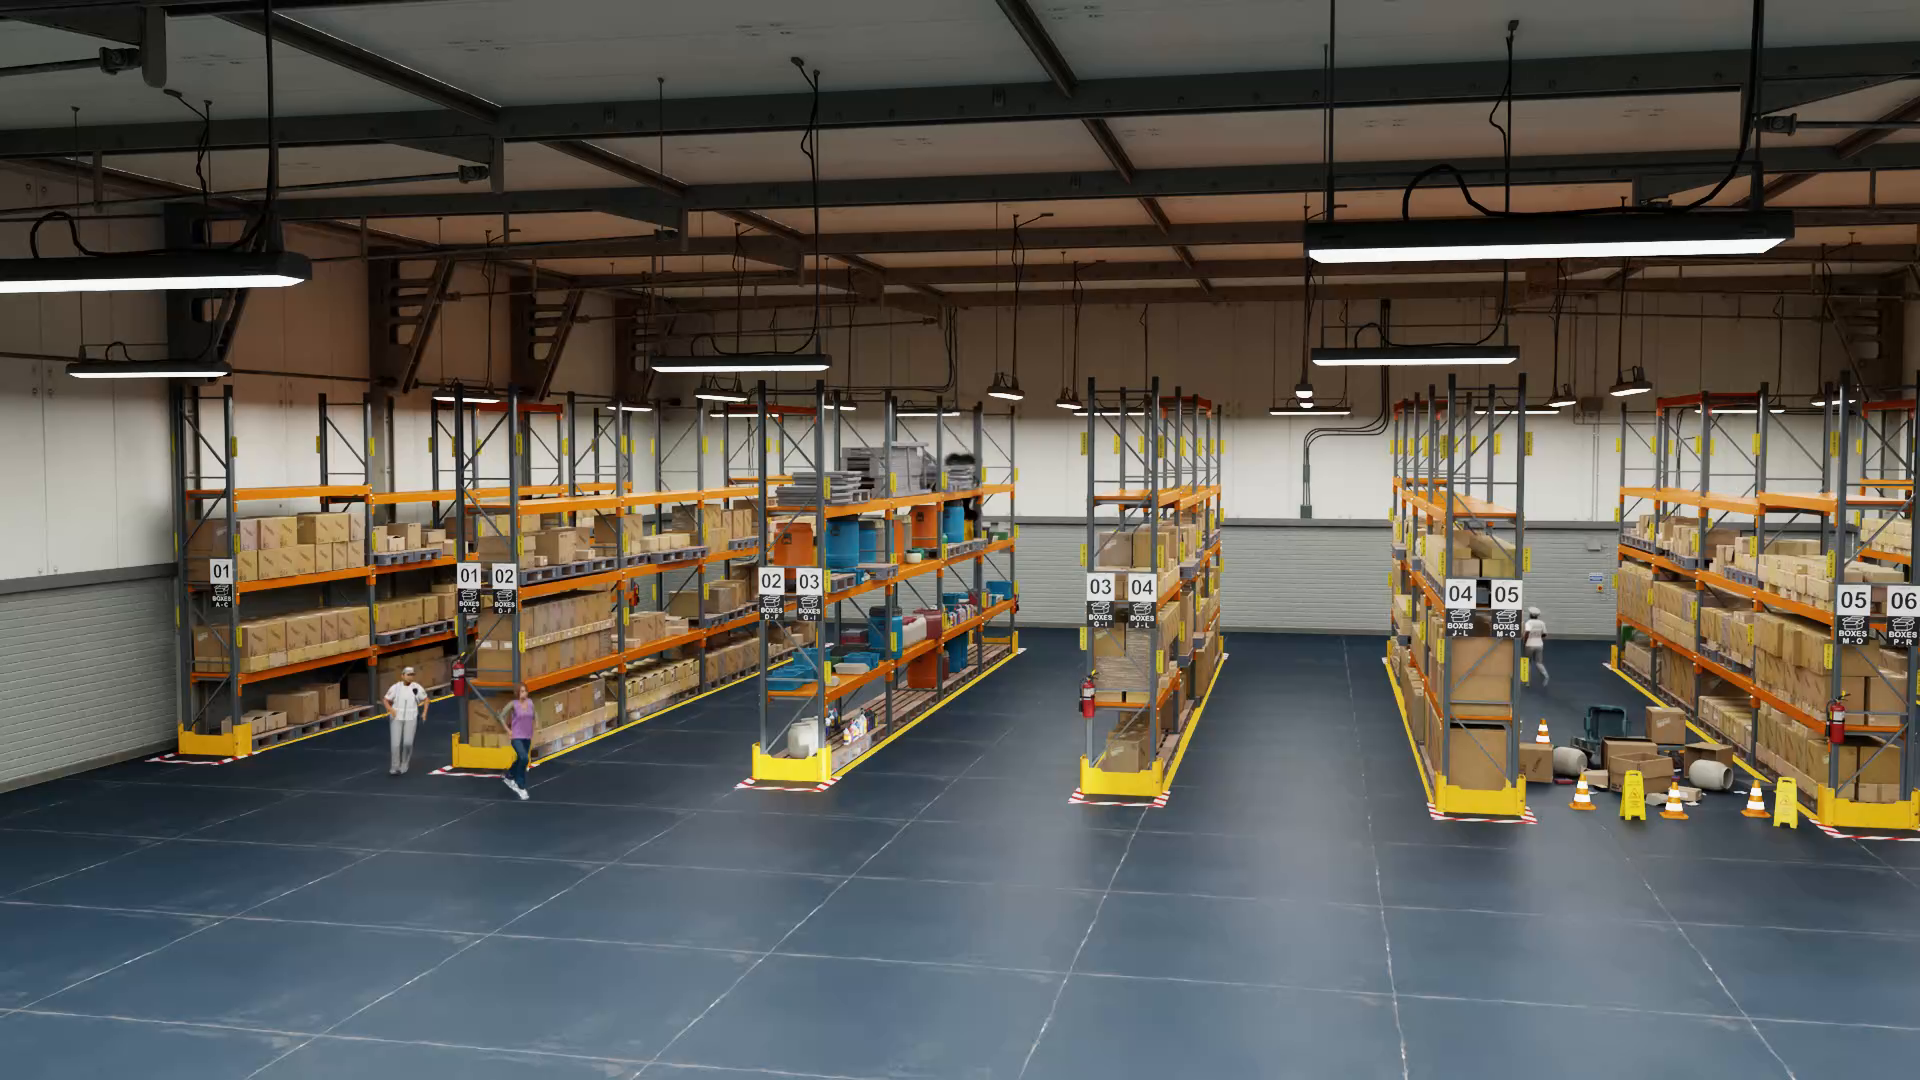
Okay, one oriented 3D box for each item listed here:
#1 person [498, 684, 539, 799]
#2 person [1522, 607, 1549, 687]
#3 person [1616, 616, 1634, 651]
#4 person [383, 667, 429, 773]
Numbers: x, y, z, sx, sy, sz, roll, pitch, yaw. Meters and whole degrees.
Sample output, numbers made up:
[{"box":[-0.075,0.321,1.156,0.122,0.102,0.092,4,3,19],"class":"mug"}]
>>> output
[{"box":[-6.328,2.877,23.878,0.675,1.650,0.557,3,4,40],"class":"person"},{"box":[11.862,2.226,34.320,0.583,1.684,0.855,0,3,-9],"class":"person"},{"box":[15.579,1.983,38.661,0.820,1.758,0.702,2,4,32],"class":"person"},{"box":[-8.490,2.764,25.496,0.679,1.627,0.554,-1,3,-18],"class":"person"}]
